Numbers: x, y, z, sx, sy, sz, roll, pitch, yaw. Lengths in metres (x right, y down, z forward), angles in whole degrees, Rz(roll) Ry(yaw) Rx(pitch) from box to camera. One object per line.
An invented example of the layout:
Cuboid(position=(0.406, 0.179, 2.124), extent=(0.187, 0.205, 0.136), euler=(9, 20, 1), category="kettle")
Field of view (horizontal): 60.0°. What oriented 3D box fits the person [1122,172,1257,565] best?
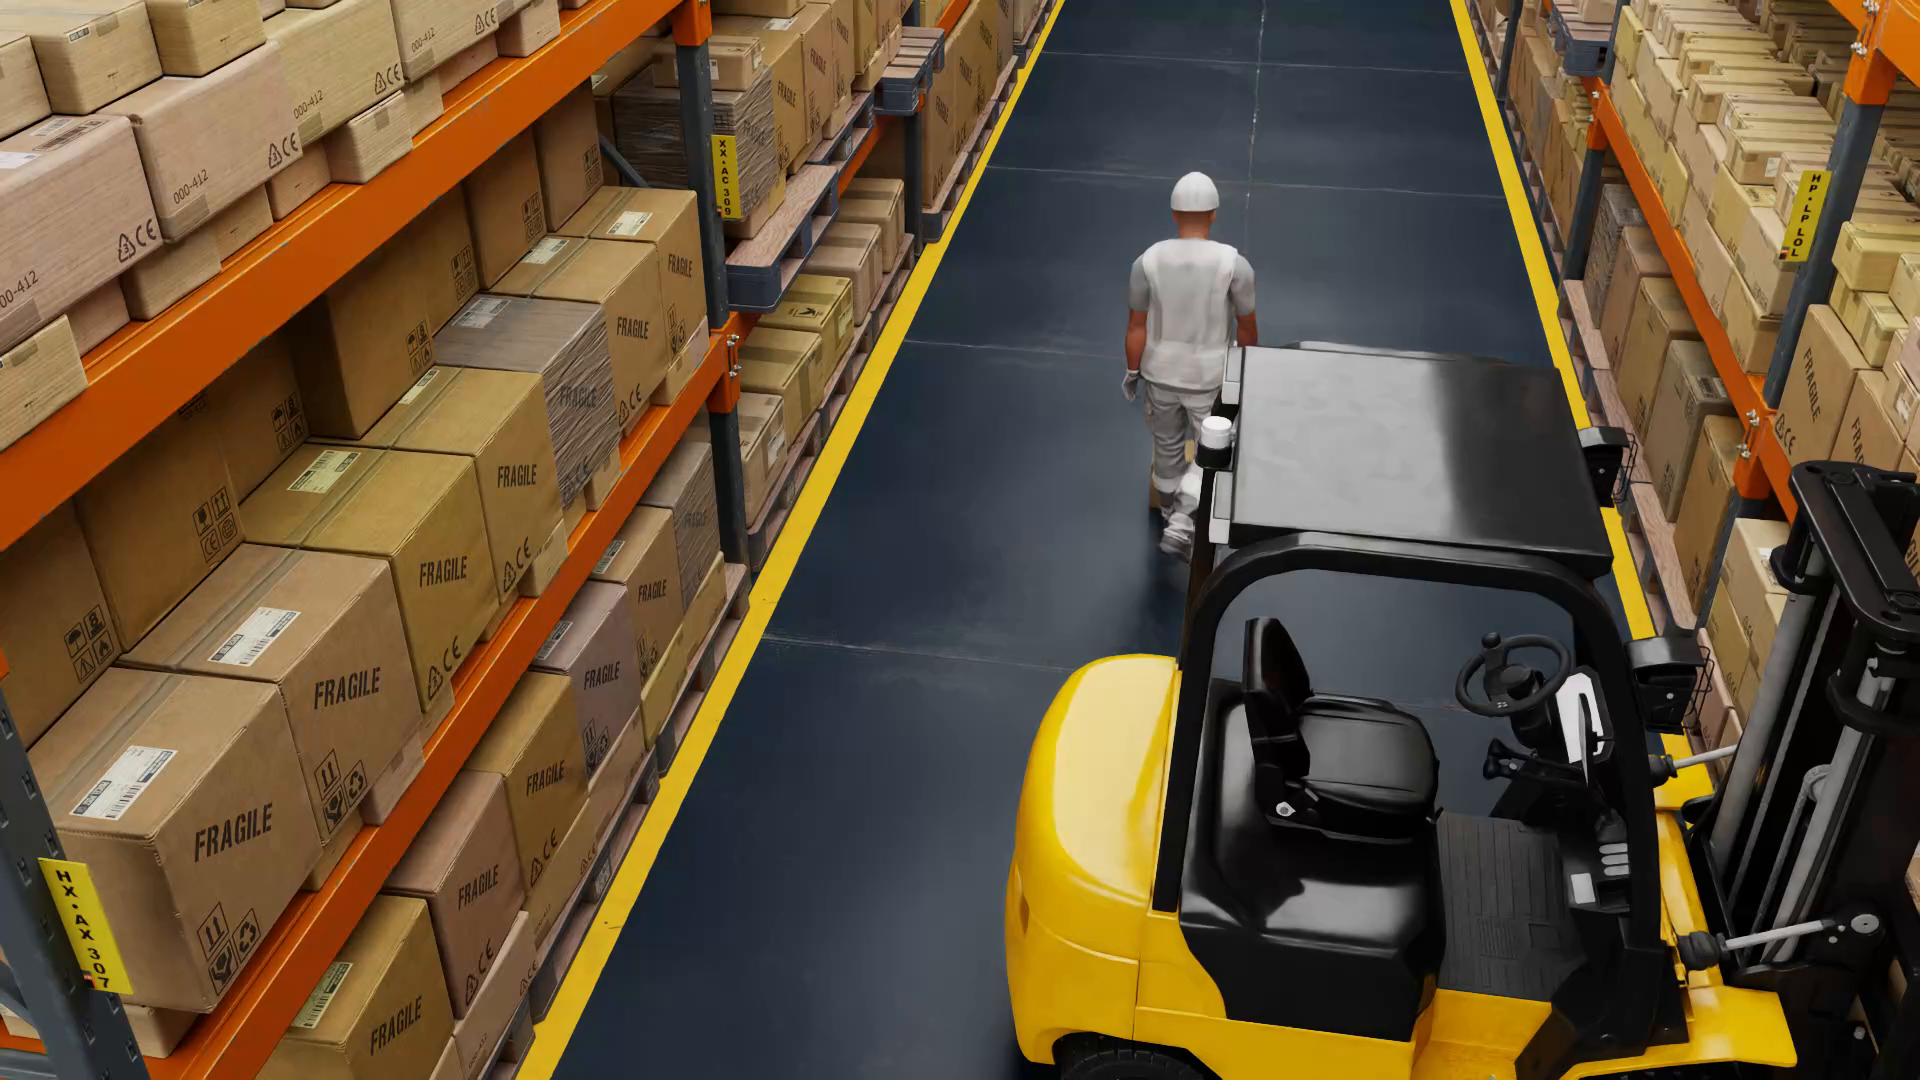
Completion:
Cuboid(position=(0.989, -0.717, 7.257), extent=(0.554, 1.770, 0.869), euler=(11, 34, 16), category="person")
